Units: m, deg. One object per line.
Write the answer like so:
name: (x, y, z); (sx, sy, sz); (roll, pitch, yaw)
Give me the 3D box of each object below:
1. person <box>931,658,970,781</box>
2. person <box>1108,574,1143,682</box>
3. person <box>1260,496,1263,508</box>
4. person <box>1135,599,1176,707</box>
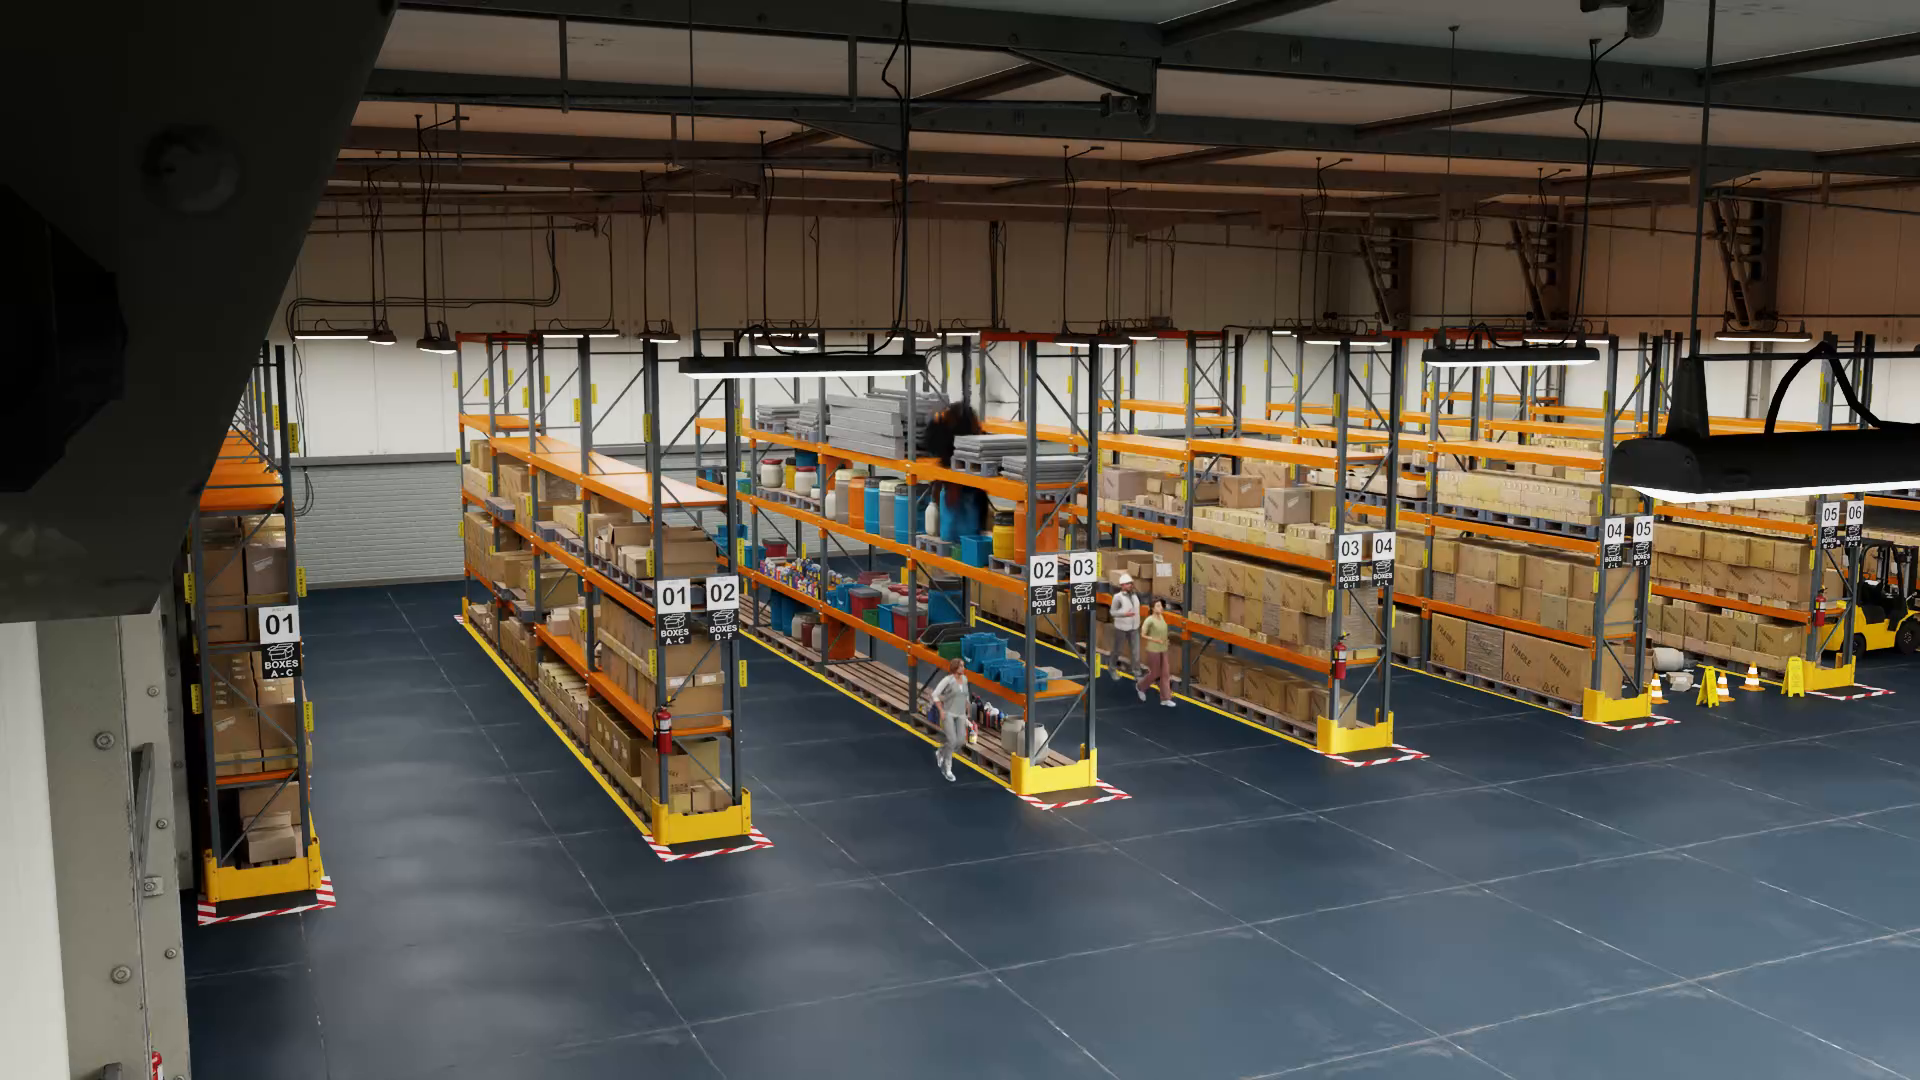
person: (-0.109, 2.337, 22.003); (0.581, 1.578, 0.530); (-6, 10, -36)
person: (2.748, 1.471, 27.333); (0.657, 1.817, 0.883); (-4, 9, -29)
person: (7.943, -0.457, 44.158); (0.939, 1.611, 0.611); (3, 8, 20)
person: (3.073, 1.855, 25.831); (0.580, 1.397, 0.837); (-6, 10, -39)
